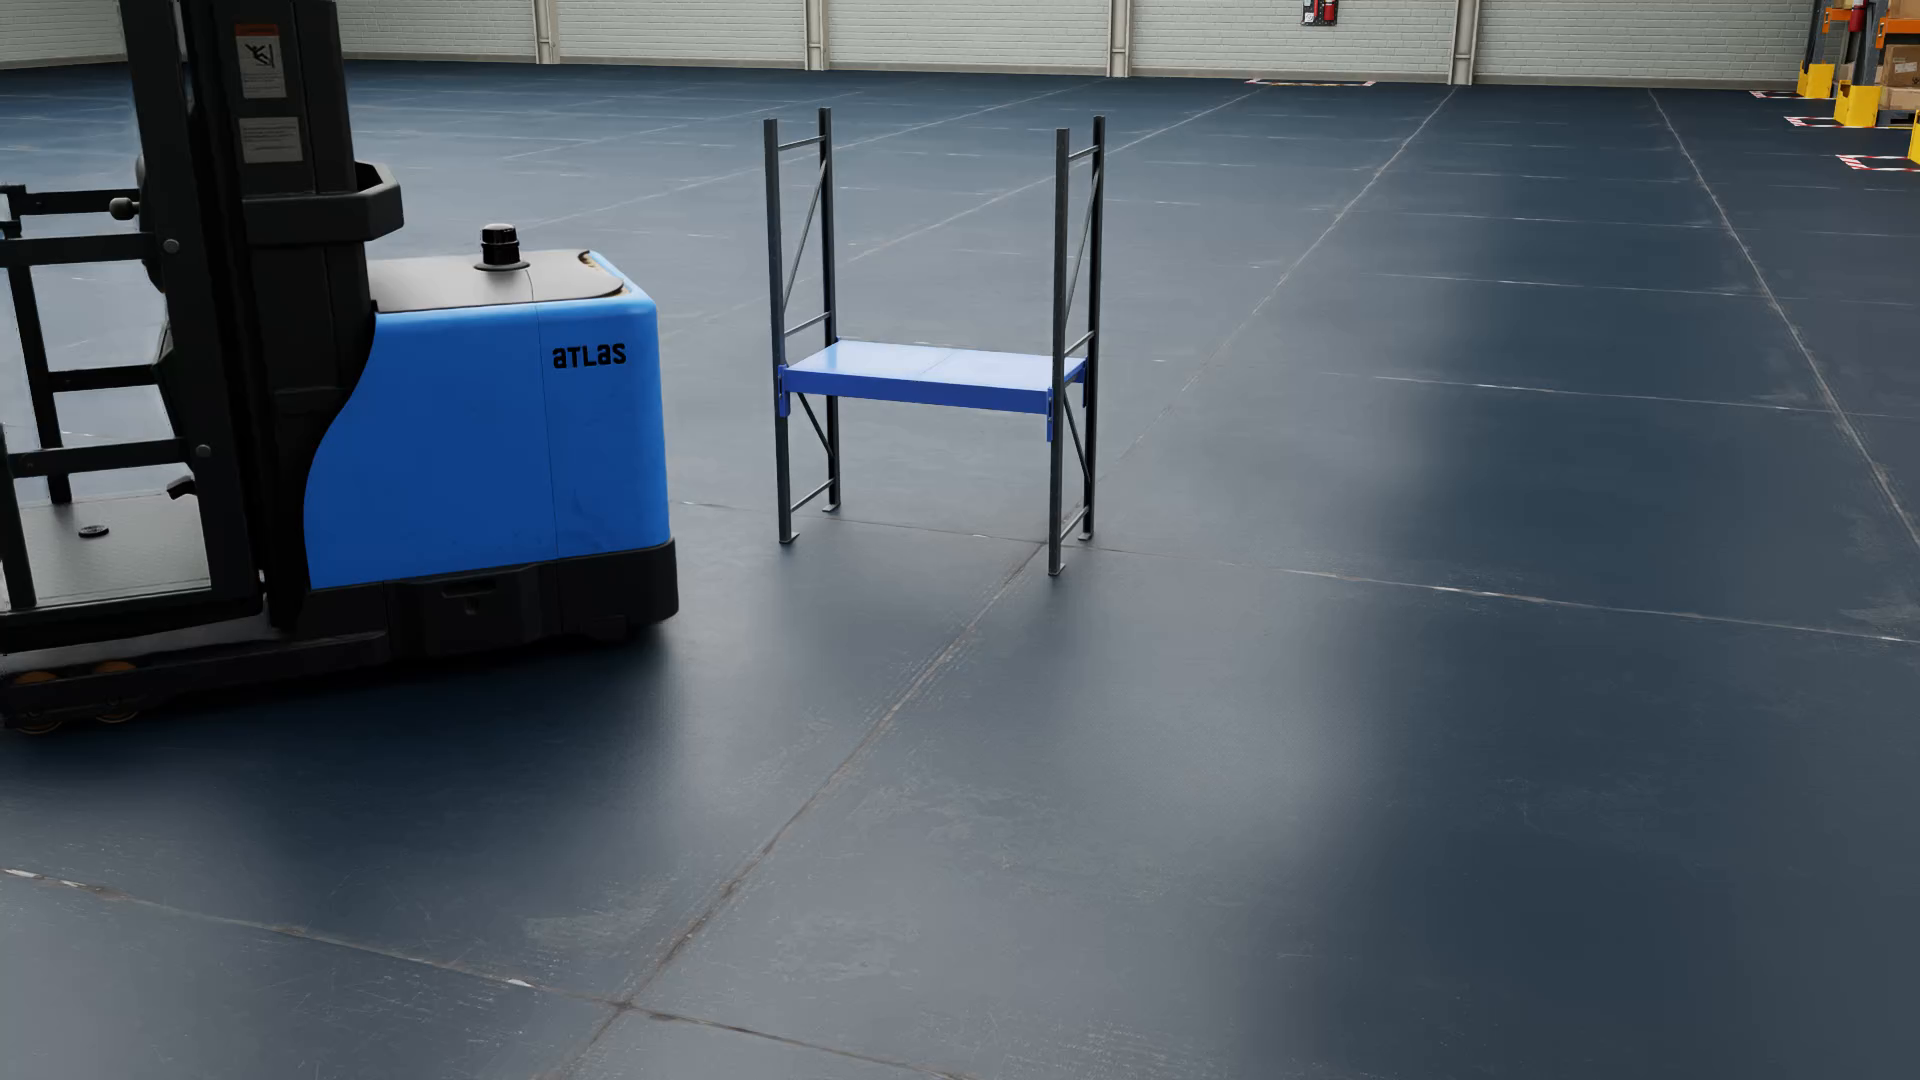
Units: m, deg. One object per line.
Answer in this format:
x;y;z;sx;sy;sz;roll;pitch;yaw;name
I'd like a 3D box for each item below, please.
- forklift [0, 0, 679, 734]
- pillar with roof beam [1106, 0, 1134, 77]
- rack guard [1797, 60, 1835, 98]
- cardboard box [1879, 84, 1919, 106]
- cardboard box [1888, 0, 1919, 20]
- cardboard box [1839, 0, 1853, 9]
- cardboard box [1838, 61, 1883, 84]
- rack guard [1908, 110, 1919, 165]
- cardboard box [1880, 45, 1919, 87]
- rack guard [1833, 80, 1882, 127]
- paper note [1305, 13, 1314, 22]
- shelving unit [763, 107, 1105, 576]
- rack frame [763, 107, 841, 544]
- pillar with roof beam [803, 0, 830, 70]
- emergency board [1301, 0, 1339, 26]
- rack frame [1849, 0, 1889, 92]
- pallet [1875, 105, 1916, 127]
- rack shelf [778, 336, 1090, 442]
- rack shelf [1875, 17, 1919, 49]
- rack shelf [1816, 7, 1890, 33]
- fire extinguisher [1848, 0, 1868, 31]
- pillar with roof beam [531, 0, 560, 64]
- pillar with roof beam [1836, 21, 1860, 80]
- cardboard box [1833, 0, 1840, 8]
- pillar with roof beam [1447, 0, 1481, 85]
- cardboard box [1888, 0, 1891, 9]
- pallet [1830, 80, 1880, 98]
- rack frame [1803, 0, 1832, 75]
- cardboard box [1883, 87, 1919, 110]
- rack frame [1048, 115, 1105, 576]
-2.453;-1.049;4.633;3.031;2.935;1.130;-7;21;-20;forklift
1.493;-11.378;25.046;0.400;9.000;9.100;7;20;18;pillar with roof beam
13.368;-7.206;25.988;0.348;0.500;1.175;7;20;18;rack guard
12.277;-5.787;21.661;0.500;0.250;0.500;7;20;18;cardboard box
12.111;-6.846;21.008;0.500;0.500;0.700;7;20;18;cardboard box
13.653;-8.181;25.187;0.500;0.250;0.500;6;20;16;cardboard box
13.920;-7.230;25.676;0.500;0.311;0.500;4;20;12;cardboard box
10.132;-4.140;17.193;0.348;0.500;1.175;7;20;18;rack guard
12.278;-6.142;21.540;0.500;0.500;0.500;7;20;18;cardboard box
11.651;-5.676;21.599;0.348;0.500;1.175;7;20;18;rack guard
6.107;-9.139;29.076;0.142;0.148;0.016;7;20;18;paper note
-0.081;-0.717;5.856;1.048;1.500;0.538;7;20;18;shelving unit
-0.561;-0.772;6.013;0.032;1.500;0.500;7;20;18;rack frame
-4.175;-12.026;26.905;0.400;9.000;9.100;7;20;18;pillar with roof beam
6.251;-9.514;28.814;0.643;1.169;0.194;7;20;18;emergency board
11.674;-6.854;21.181;0.127;3.000;1.000;7;20;18;rack frame
12.410;-5.467;21.440;1.213;0.211;1.003;7;20;18;pallet
-0.081;-0.548;5.915;1.000;0.185;0.538;7;20;18;rack shelf
13.563;-6.298;20.679;4.000;0.370;1.077;7;20;18;rack shelf
15.185;-7.838;25.099;4.000;0.370;1.077;7;20;18;rack shelf
11.715;-6.974;21.644;0.183;0.674;0.296;7;20;18;fire extinguisher
-9.843;-12.674;28.765;0.400;9.000;9.100;7;20;18;pillar with roof beam
12.828;-10.082;21.328;0.400;9.000;9.100;7;20;18;pillar with roof beam
13.801;-8.343;25.650;0.500;0.250;0.500;7;20;19;cardboard box
7.161;-10.730;23.187;0.400;9.000;9.100;7;20;18;pillar with roof beam
14.148;-8.130;25.039;0.500;0.250;0.500;6;20;16;cardboard box
14.124;-6.970;25.753;1.213;0.211;1.003;7;20;18;pallet
13.296;-8.394;25.600;0.127;3.000;1.000;7;20;18;rack frame
12.107;-5.626;21.199;0.500;0.250;0.500;7;20;18;cardboard box
0.400;-0.663;5.698;0.032;1.500;0.500;7;20;18;rack frame
